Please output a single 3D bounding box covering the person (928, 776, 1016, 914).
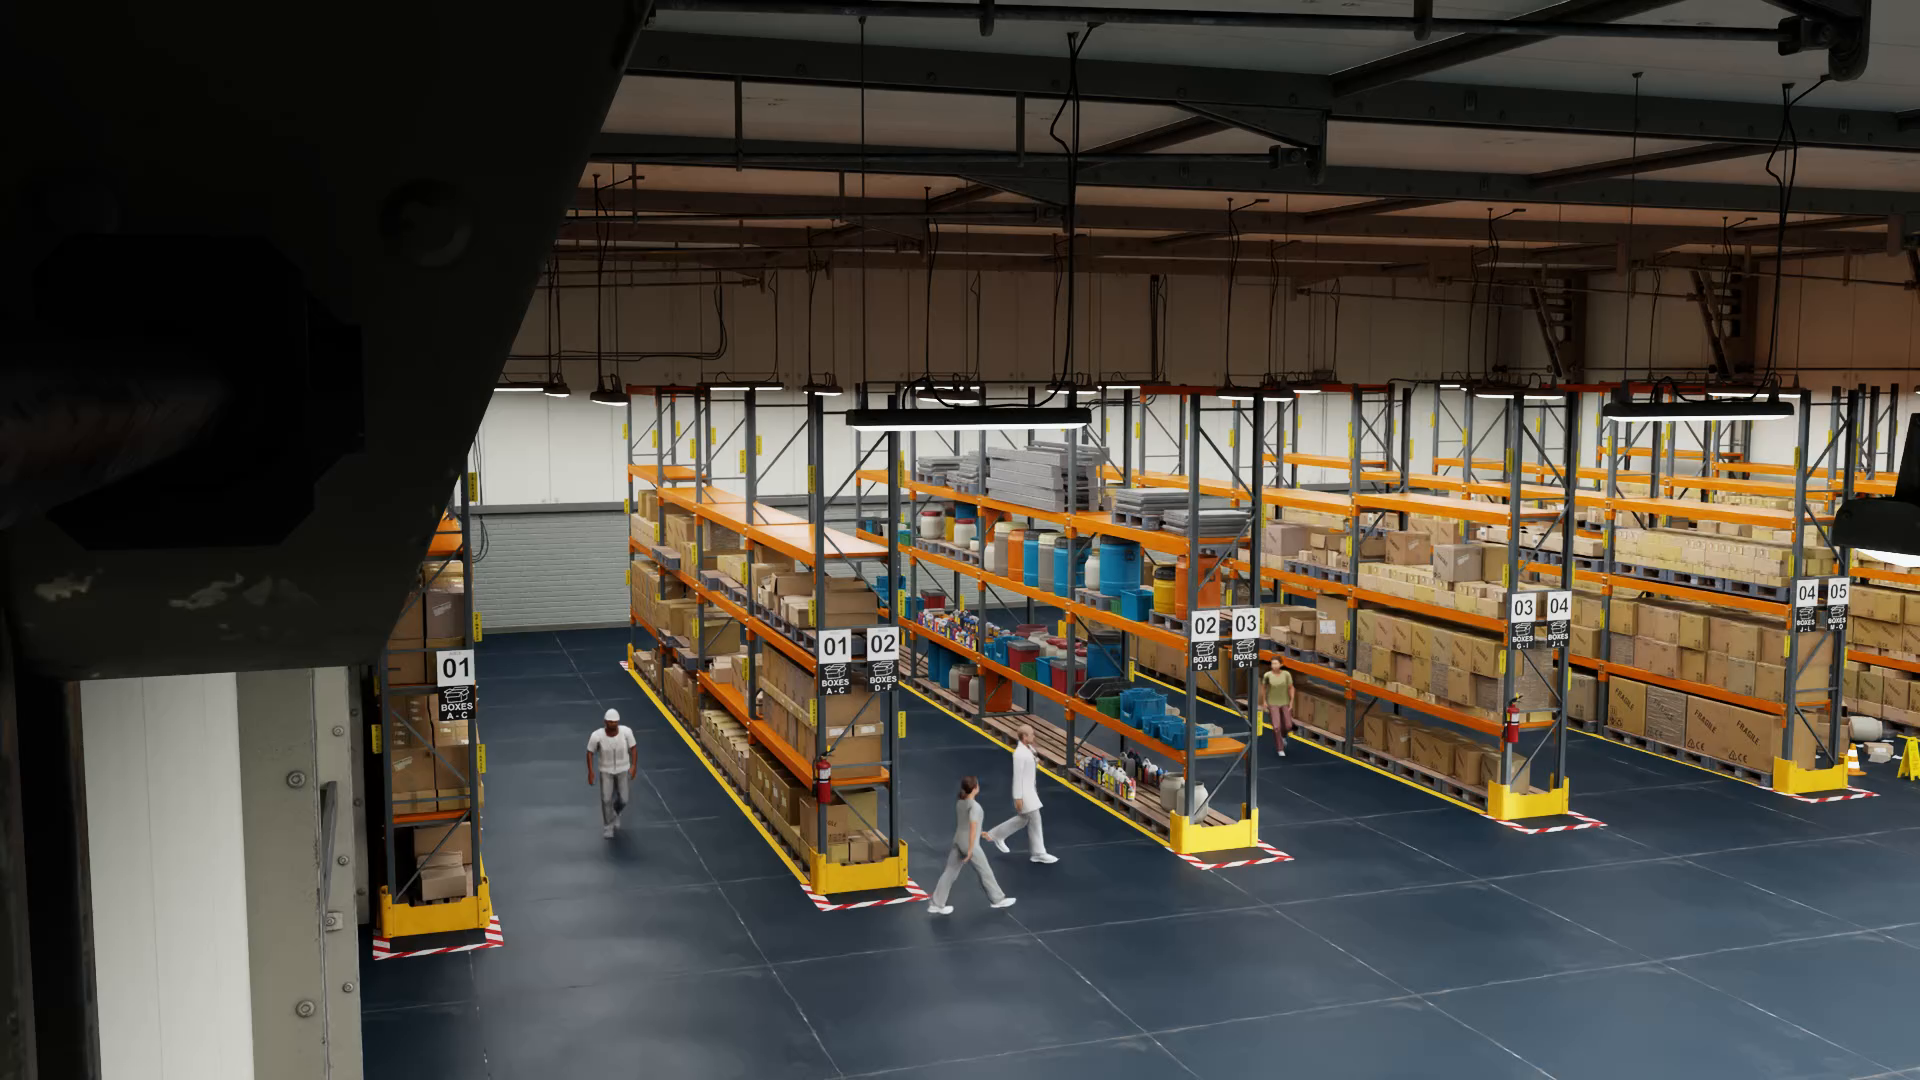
[{"bbox_3d":[0.138,3.520,19.281,1.089,1.593,0.501,-2,6,-23],"label":"person"}]

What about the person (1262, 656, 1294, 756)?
[{"bbox_3d":[5.227,2.701,27.359,0.507,1.642,0.615,0,6,0],"label":"person"}]

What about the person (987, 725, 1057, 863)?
[{"bbox_3d":[0.804,3.292,21.430,0.965,1.647,0.644,1,6,12],"label":"person"}]

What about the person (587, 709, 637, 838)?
[{"bbox_3d":[-4.740,3.136,22.649,0.672,1.746,0.619,-2,6,-18],"label":"person"}]
